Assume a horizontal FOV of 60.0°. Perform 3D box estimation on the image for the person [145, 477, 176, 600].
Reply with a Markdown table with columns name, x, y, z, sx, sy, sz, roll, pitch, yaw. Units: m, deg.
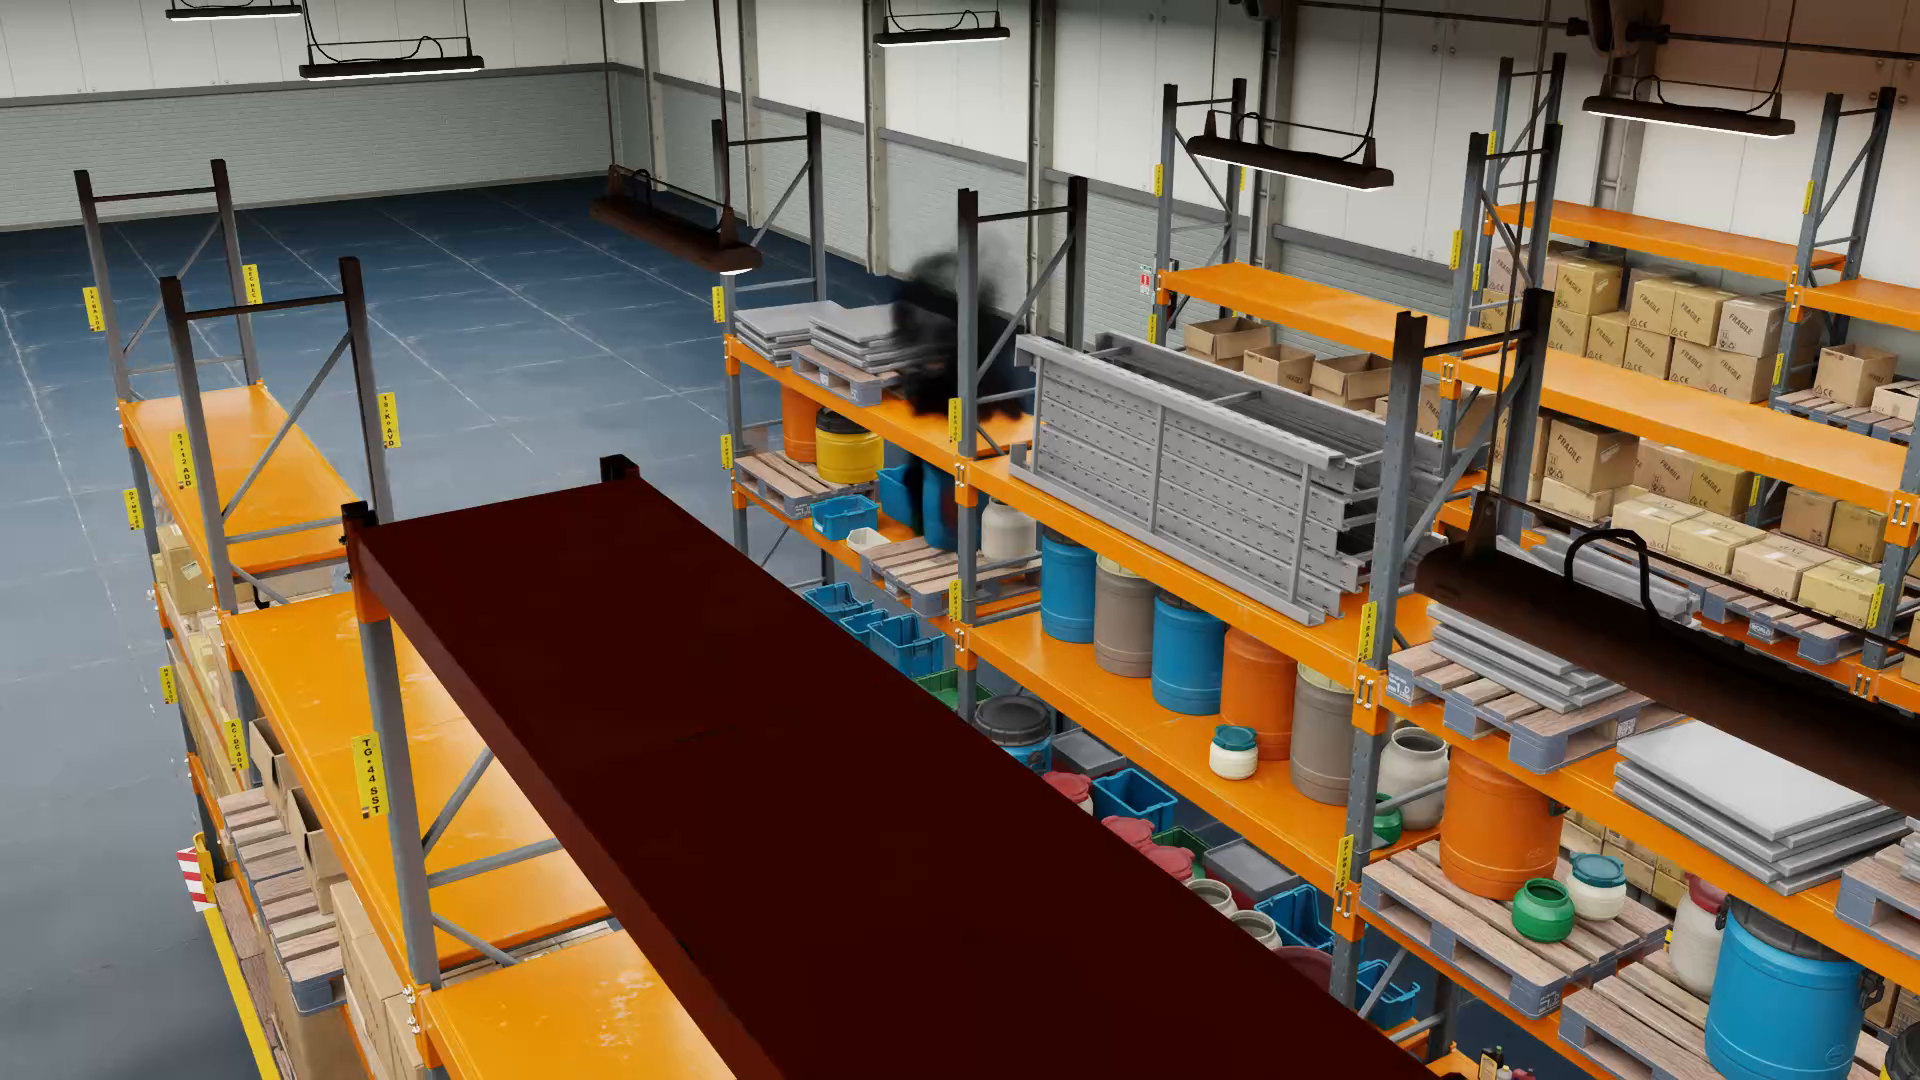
| name | x | y | z | sx | sy | sz | roll | pitch | yaw |
| --- | --- | --- | --- | --- | --- | --- | --- | --- | --- |
| person | -9.186 | -0.092 | 19.437 | 0.879 | 1.597 | 0.540 | -4 | 22 | -10 |
